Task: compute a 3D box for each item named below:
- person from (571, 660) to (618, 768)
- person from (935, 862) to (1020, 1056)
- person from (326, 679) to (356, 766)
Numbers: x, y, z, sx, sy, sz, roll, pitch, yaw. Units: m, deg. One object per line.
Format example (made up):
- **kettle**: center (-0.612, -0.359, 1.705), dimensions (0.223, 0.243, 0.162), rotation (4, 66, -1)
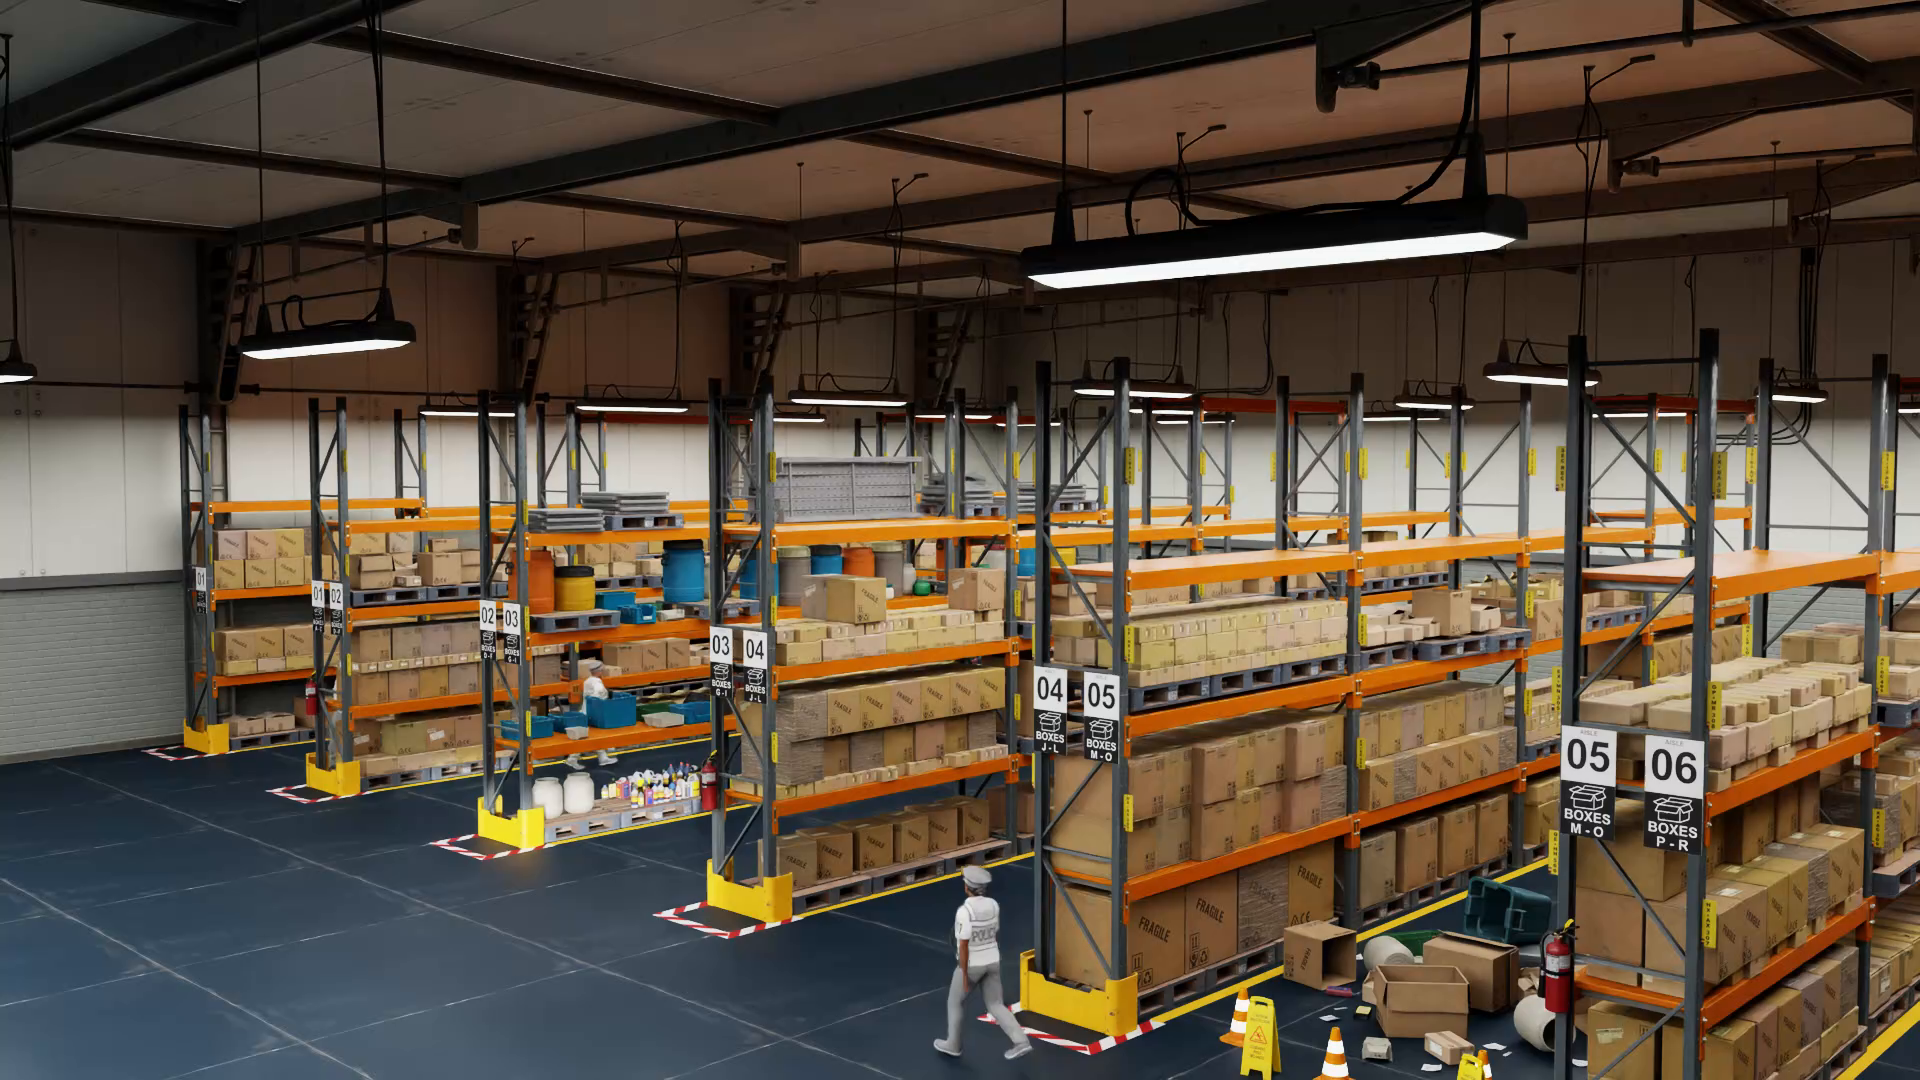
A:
- **person**: center (-5.964, 2.847, 27.148), dimensions (0.893, 1.750, 0.588), rotation (-2, 4, -32)
- **person**: center (0.113, 3.574, 14.094), dimensions (0.810, 1.654, 0.442), rotation (3, 4, 45)
- **person**: center (-10.144, 2.839, 27.344), dimensions (0.586, 1.727, 0.902), rotation (1, 3, 11)
